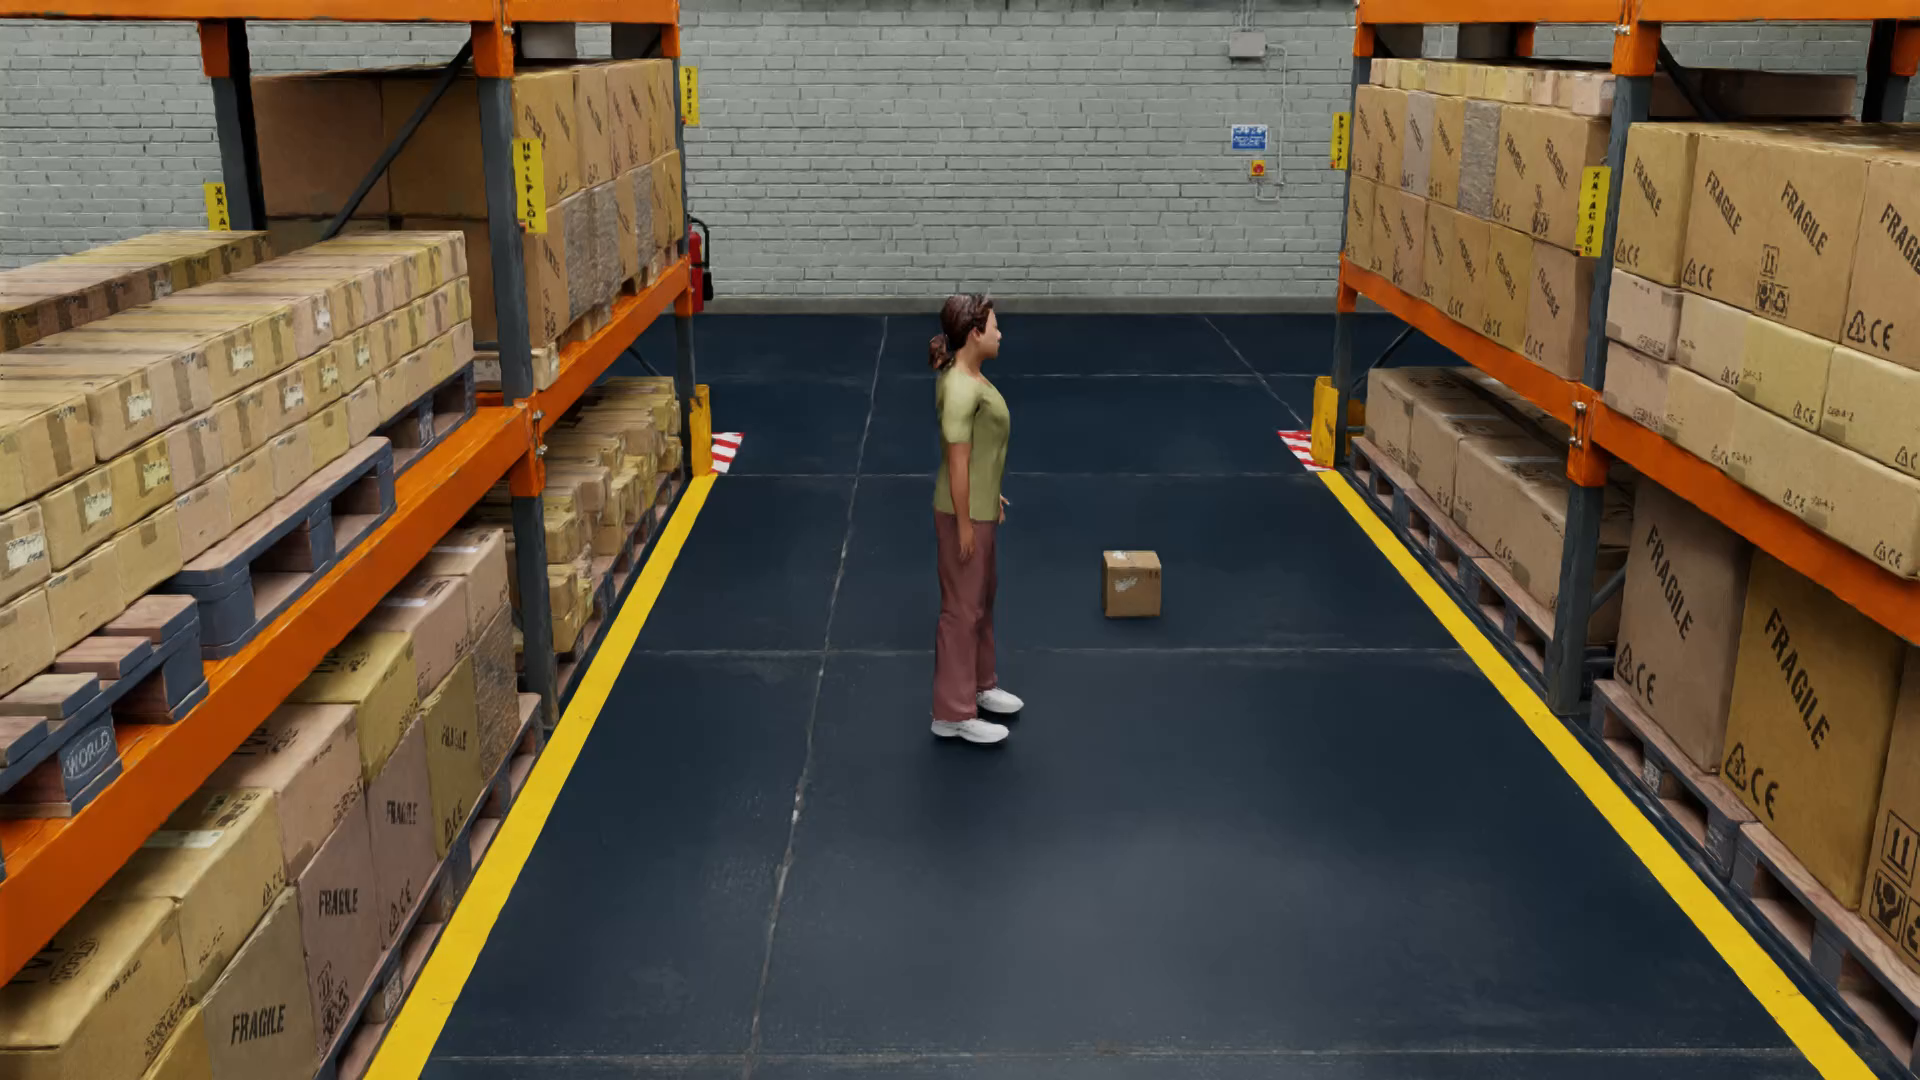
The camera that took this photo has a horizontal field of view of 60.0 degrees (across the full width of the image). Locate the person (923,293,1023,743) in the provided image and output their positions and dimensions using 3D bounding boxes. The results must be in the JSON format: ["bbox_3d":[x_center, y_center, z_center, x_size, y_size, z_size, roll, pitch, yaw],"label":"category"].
[{"bbox_3d":[0.057,0.026,6.318,0.385,1.428,0.481,0,17,2],"label":"person"}]
